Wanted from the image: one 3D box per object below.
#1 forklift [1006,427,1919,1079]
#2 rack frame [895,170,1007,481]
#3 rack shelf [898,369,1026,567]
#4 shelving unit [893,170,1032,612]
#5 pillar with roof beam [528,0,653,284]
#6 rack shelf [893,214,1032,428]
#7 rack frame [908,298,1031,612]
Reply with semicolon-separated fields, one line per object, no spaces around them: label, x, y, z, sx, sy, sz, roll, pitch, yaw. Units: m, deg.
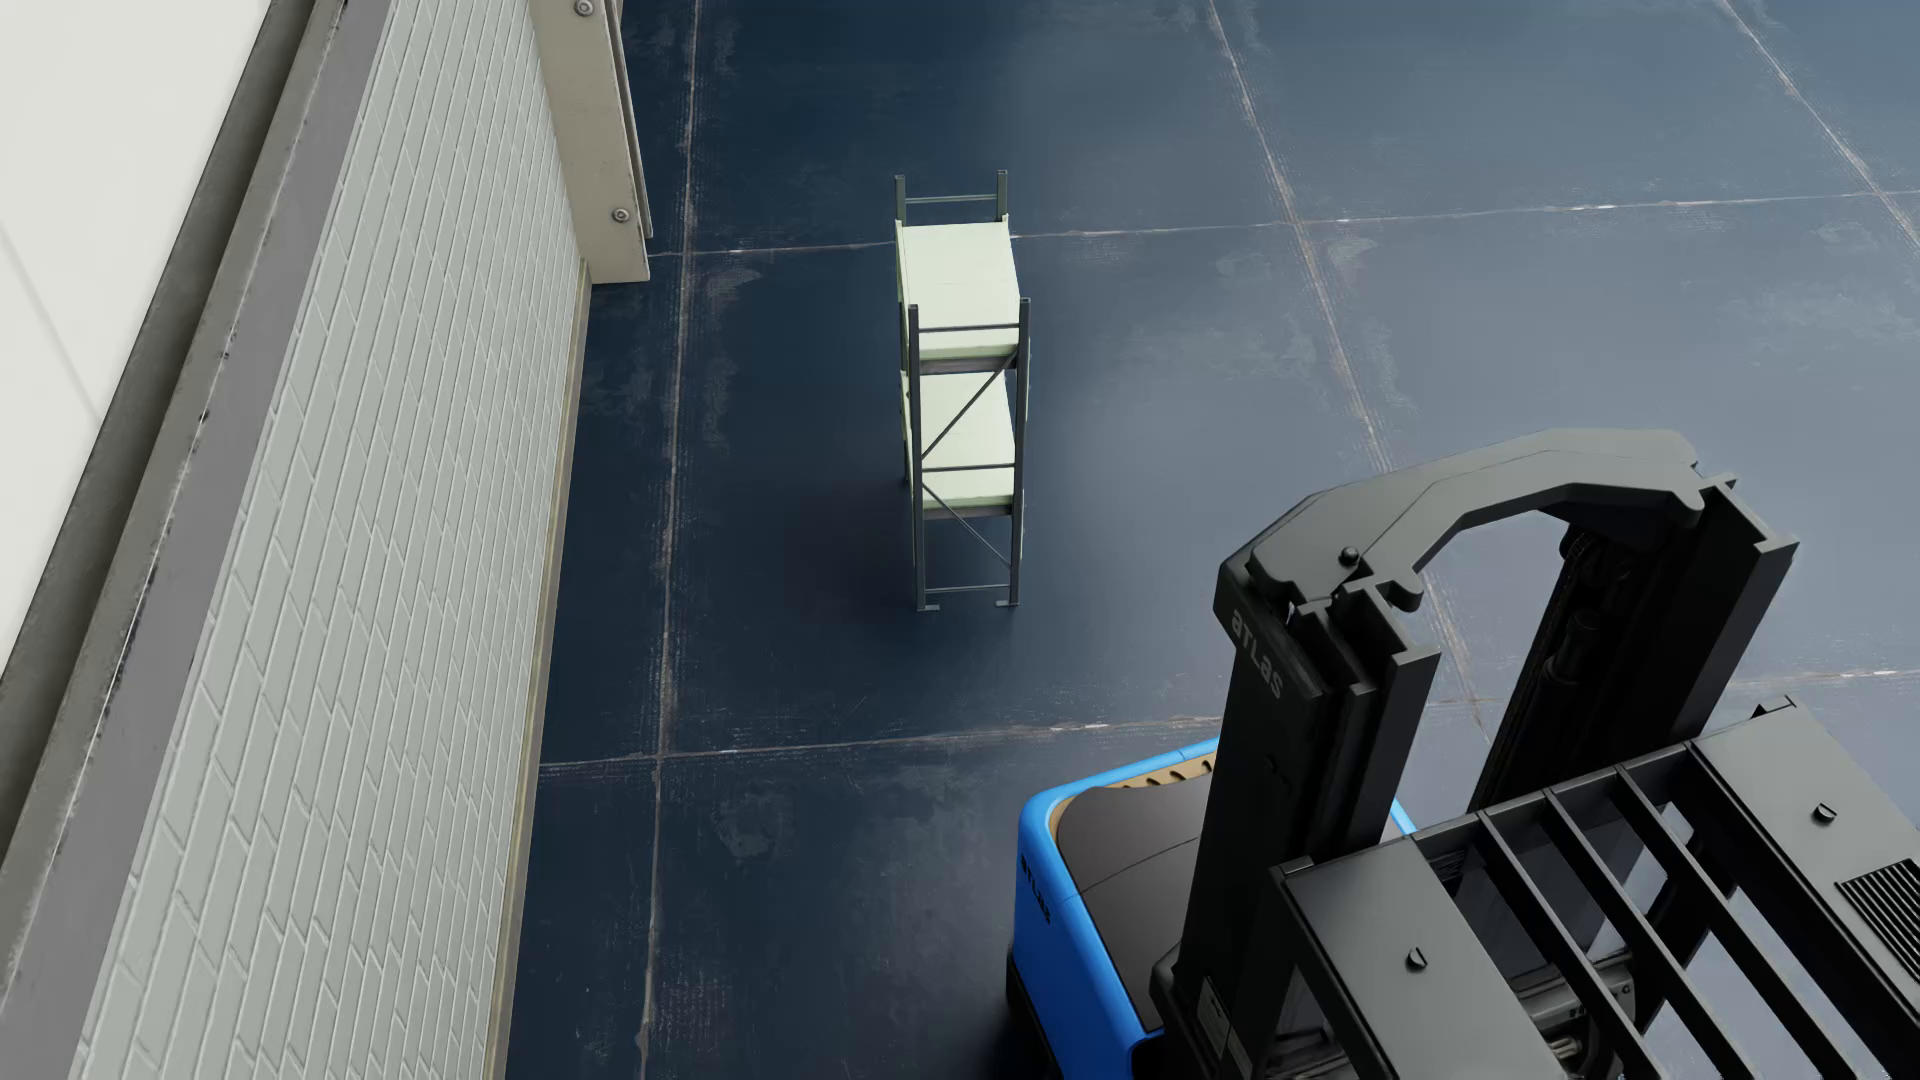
forklift;1.133;1.330;3.471;1.130;2.935;3.031;-15;48;-14
rack frame;-0.031;-0.785;6.461;0.400;1.500;0.023;-3;47;-3
rack shelf;-0.001;-0.296;6.447;0.431;0.370;0.720;-3;47;-3
shelving unit;-0.001;-0.521;6.210;0.431;1.500;0.755;-3;47;-3
pillar with roof beam;2.640;-4.725;5.027;9.100;9.000;0.400;-3;47;-3
rack shelf;-0.001;-0.789;5.927;0.431;0.370;0.720;-3;47;-3
rack frame;0.030;-0.256;5.959;0.400;1.500;0.023;-3;47;-3
